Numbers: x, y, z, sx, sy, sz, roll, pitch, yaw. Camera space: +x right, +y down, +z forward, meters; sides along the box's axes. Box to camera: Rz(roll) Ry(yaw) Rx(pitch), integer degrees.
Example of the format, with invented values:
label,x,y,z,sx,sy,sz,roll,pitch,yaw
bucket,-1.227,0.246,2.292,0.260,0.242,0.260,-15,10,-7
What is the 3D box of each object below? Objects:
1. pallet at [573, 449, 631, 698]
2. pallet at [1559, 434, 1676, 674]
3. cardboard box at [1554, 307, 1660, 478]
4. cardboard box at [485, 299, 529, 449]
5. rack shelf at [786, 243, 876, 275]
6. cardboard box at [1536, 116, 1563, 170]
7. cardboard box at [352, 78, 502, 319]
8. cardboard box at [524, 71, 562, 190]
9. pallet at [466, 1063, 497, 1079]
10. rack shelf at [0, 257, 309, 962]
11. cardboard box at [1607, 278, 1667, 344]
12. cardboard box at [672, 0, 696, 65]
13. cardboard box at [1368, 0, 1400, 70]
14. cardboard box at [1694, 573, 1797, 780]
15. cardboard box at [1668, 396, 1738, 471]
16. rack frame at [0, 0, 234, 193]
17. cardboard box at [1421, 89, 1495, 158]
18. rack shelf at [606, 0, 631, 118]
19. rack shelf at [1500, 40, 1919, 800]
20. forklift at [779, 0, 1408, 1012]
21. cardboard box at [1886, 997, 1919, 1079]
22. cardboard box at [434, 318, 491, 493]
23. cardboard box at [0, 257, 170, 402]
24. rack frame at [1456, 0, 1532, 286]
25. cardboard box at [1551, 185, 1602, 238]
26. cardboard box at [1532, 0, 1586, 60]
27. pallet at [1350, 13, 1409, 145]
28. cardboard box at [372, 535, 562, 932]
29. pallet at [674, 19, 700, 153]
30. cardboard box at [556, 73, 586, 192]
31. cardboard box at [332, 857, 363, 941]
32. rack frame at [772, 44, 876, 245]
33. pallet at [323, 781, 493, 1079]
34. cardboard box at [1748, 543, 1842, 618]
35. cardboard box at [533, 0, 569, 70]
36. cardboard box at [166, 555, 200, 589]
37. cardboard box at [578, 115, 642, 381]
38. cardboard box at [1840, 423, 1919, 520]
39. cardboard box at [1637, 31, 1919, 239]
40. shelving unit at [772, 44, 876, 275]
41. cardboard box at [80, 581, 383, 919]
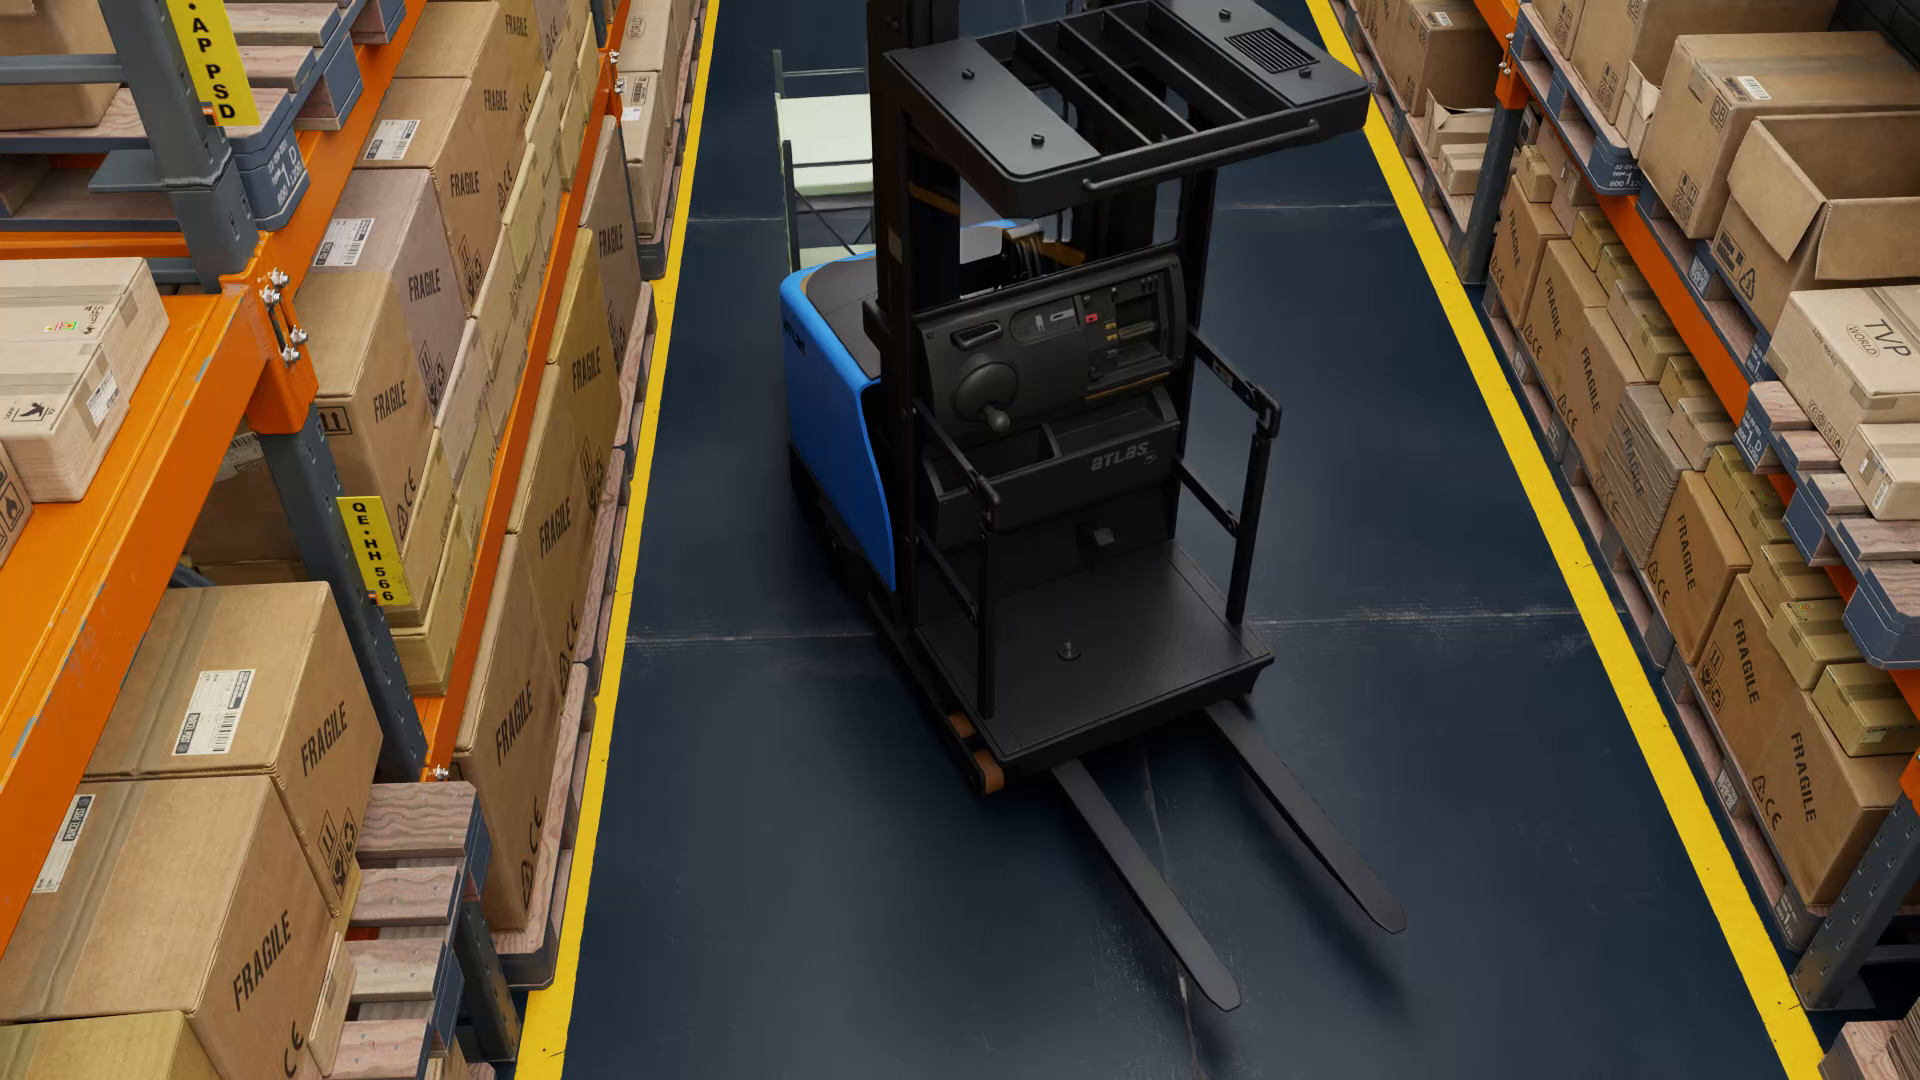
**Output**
label,x,y,z,sx,sy,sz,roll,pitch,yaw
pallet,-1.852,0.119,6.463,1.003,0.211,1.213,-2,43,-2
pallet,3.071,0.004,6.590,1.003,0.211,1.213,-2,43,-2
cardboard box,2.789,-0.602,6.726,0.500,0.500,0.500,-3,43,-3
cardboard box,-1.670,-0.535,5.225,0.500,0.250,0.500,0,43,0
rack shelf,-0.506,-0.939,7.147,0.431,0.370,0.720,-5,43,-5
cardboard box,2.754,-1.732,7.258,0.380,0.149,0.250,-2,43,-3
cardboard box,-1.659,-0.982,4.788,0.500,0.500,0.500,-1,43,-1
cardboard box,-1.697,-1.404,5.803,0.500,0.250,0.500,-1,43,-1
pallet,-1.813,2.003,4.408,1.003,0.211,1.213,-2,43,-2
rack shelf,-1.760,0.957,1.798,1.077,0.370,4.000,-2,43,-2
cardboard box,2.803,-0.908,6.580,0.380,0.149,0.250,-2,43,-2
cardboard box,-2.010,-3.103,9.501,0.875,0.438,0.875,-1,43,-1
cardboard box,2.625,-2.978,9.318,0.500,0.500,0.500,-1,43,-1
cardboard box,2.870,0.452,5.576,0.500,0.500,0.500,-2,43,-2
cardboard box,2.812,-0.392,6.017,0.380,0.149,0.250,-4,43,-4
rack frame,-1.845,-1.764,2.015,1.000,3.000,0.127,-2,43,-2
cardboard box,2.612,-2.153,8.592,0.396,0.266,0.258,0,43,0
rack shelf,-2.100,-3.338,8.704,1.077,0.370,4.000,-2,43,-2
rack shelf,3.029,-0.782,5.916,1.077,0.370,4.000,-2,43,-2
forklift,0.410,-0.541,5.171,1.130,2.935,3.031,-19,46,-19
cardboard box,3.127,1.445,4.401,0.875,0.625,0.625,0,43,0
cardboard box,-1.641,-0.380,4.685,0.500,0.250,0.500,-1,43,-1
cardboard box,-1.622,-0.359,2.888,0.380,0.149,0.250,-2,43,-2
rack frame,2.944,-2.398,7.146,1.000,3.000,0.127,-2,43,-2
cardboard box,2.782,-1.436,7.155,0.380,0.149,0.250,-3,43,-3
cardboard box,2.741,-2.256,6.607,0.700,0.500,0.500,-1,43,-1
pallet,2.861,-2.659,9.495,1.003,0.211,1.213,-2,43,-2
cardboard box,-1.791,0.607,5.129,0.875,0.875,0.875,-2,43,-2
pallet,-2.024,-2.566,9.393,1.003,0.211,1.213,-2,43,-2
cardboard box,-1.724,-1.558,6.341,0.500,0.250,0.500,-2,43,-2
cardboard box,-1.512,0.779,3.556,0.380,0.149,0.250,-1,43,-1
rack frame,-0.554,-1.425,7.194,0.400,1.500,0.023,-5,43,-5
pallet,-1.708,0.996,3.585,1.213,0.211,1.003,-2,43,-2
cardboard box,2.830,0.142,5.435,0.380,0.149,0.250,-3,43,-3
cardboard box,-1.716,-2.015,5.914,0.500,0.500,0.500,-1,43,-1
cardboard box,-2.120,-0.001,4.272,0.500,0.250,0.500,-2,43,-2
cardboard box,-1.909,-1.208,7.110,0.875,0.875,0.875,0,43,0
cardboard box,2.703,-0.192,4.615,0.380,0.149,0.250,-1,43,-1
cardboard box,2.796,-1.377,5.648,0.700,0.500,0.500,-2,43,-2
shelving unit,-0.506,-1.179,6.927,0.431,1.500,0.755,-5,43,-5
cardboard box,-1.548,0.445,3.440,0.500,0.500,0.500,-3,43,-3
